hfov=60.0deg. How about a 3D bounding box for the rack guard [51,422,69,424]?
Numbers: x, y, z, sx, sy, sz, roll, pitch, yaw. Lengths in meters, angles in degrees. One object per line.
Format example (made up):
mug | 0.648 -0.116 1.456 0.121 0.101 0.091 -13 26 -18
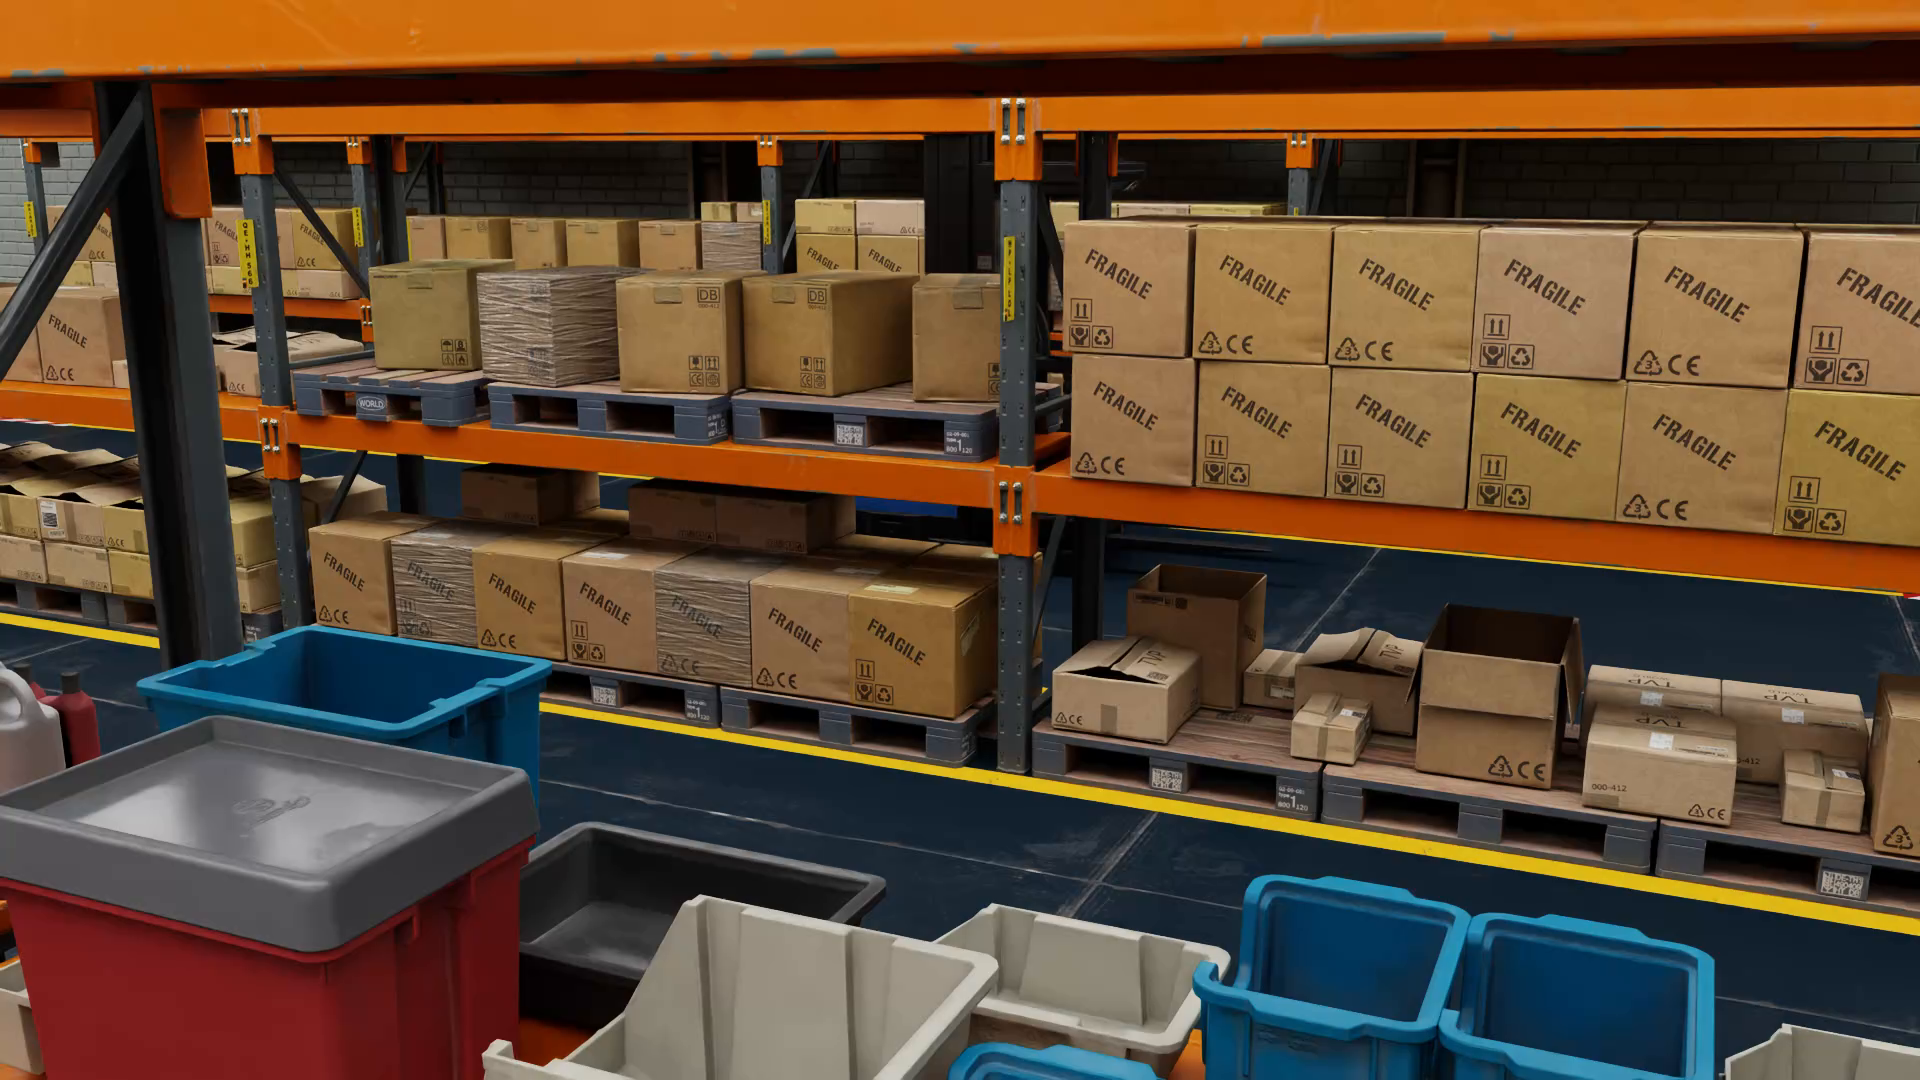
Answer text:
rack guard | -8.485 -1.496 16.536 0.348 0.500 1.175 6 14 23

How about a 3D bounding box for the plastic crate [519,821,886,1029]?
plastic crate | -0.463 0.612 2.552 0.590 0.125 0.437 6 14 23

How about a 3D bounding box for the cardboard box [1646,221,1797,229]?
cardboard box | 2.836 -0.930 6.245 0.500 0.500 0.500 6 14 24

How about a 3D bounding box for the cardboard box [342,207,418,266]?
cardboard box | -5.242 -2.739 15.004 0.500 0.500 0.500 5 14 22

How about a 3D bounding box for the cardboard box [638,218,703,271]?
cardboard box | -2.195 -2.330 13.437 0.500 0.500 0.700 4 14 18

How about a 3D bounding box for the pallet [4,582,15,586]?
pallet | -6.210 0.103 10.355 1.213 0.211 1.003 6 14 23

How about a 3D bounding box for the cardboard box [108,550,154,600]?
cardboard box | -4.295 0.145 9.172 0.500 0.250 0.500 6 14 23

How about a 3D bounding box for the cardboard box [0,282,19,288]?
cardboard box | -5.723 -1.240 9.756 0.500 0.500 0.500 7 15 27

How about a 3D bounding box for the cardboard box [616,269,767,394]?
cardboard box | -1.226 -0.978 7.720 0.500 0.500 0.700 2 13 9

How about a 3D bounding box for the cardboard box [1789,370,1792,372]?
cardboard box | 3.299 -0.396 6.157 0.500 0.500 0.500 6 14 23

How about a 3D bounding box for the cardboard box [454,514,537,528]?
cardboard box | -2.293 0.096 8.790 0.500 0.500 0.500 6 15 25

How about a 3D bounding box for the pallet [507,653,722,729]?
pallet | -1.464 0.603 8.223 1.213 0.211 1.003 6 14 23

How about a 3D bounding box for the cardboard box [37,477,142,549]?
cardboard box | -4.760 -0.175 9.305 0.500 0.311 0.500 6 14 23

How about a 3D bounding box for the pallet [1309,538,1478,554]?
pallet | 3.081 -0.165 11.498 1.213 0.211 1.003 6 14 23

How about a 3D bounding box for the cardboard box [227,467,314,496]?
cardboard box | -4.086 -0.240 9.585 0.500 0.311 0.500 5 14 22

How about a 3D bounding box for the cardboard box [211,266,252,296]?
cardboard box | -6.371 -2.358 15.023 0.500 0.250 0.500 6 14 23

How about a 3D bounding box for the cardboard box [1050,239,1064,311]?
cardboard box | 0.967 -1.896 11.857 0.500 0.500 0.500 6 14 23

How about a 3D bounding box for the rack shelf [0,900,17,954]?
rack shelf | -3.424 0.625 3.601 4.000 0.370 1.077 6 14 23

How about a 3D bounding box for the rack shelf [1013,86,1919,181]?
rack shelf | 2.243 -1.500 6.089 4.000 0.370 1.077 6 14 23

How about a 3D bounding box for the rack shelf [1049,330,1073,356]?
rack shelf | 0.589 -1.444 12.419 4.000 0.370 1.077 6 14 23

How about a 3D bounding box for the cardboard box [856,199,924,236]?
cardboard box | -0.437 -2.403 12.373 0.500 0.250 0.500 6 14 22

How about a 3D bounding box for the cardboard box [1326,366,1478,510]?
cardboard box | 1.696 -0.426 6.284 0.500 0.500 0.500 6 14 23

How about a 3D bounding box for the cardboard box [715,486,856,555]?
cardboard box | -0.843 -0.125 8.089 0.500 0.250 0.500 6 14 23

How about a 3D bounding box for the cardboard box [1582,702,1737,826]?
cardboard box | 2.618 0.827 6.221 0.500 0.250 0.500 6 14 23

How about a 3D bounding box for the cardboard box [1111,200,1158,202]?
cardboard box | 1.161 -2.367 12.222 0.500 0.250 0.500 5 14 21

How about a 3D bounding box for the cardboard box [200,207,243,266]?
cardboard box | -6.845 -2.773 15.148 0.500 0.500 0.500 6 15 25

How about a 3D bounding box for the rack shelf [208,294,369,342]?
rack shelf | -6.725 -2.185 15.574 4.000 0.370 1.077 6 14 23

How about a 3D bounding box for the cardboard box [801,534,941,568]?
cardboard box | -0.421 0.285 7.981 0.500 0.500 0.500 6 14 24

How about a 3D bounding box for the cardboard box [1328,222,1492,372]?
cardboard box | 1.673 -0.912 6.170 0.500 0.500 0.500 5 14 22

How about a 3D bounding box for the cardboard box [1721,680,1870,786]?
cardboard box | 3.232 0.764 6.488 0.500 0.250 0.500 6 14 23

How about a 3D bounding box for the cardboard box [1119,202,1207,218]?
cardboard box | 1.423 -2.217 11.582 0.500 0.250 0.500 6 15 24

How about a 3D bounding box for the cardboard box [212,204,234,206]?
cardboard box | -7.106 -2.927 15.806 0.500 0.500 0.500 5 14 22

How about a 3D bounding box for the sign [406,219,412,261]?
sign | -3.032 -1.584 9.079 0.005 0.325 0.100 6 14 23

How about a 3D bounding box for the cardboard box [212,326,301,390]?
cardboard box | -3.982 -1.025 9.250 0.500 0.311 0.500 6 14 23

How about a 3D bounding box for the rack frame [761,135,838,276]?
rack frame | -1.240 -1.980 13.126 0.127 3.000 1.000 6 14 23

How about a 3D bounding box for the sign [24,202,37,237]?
sign | -8.774 -3.028 15.699 0.005 0.325 0.100 6 14 23

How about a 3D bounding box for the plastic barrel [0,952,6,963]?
plastic barrel | -2.086 1.223 3.151 0.708 0.901 0.600 6 14 23

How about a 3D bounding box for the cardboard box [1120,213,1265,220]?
cardboard box | 0.982 -1.117 7.043 0.500 0.500 0.500 6 14 24

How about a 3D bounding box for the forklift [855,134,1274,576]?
forklift | 0.583 -1.338 10.543 3.031 2.935 1.130 5 14 20

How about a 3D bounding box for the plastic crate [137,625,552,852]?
plastic crate | -1.030 0.410 2.845 0.575 0.384 0.392 6 14 23

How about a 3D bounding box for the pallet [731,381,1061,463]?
pallet | -0.272 -0.578 7.572 1.213 0.211 1.003 6 14 23

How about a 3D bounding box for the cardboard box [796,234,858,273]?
cardboard box | -0.899 -2.085 12.659 0.500 0.500 0.500 6 15 25

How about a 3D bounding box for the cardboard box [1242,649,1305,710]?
cardboard box | 1.417 0.615 7.346 0.250 0.149 0.380 6 14 23

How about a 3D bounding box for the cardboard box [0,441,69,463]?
cardboard box | -5.935 -0.429 10.390 0.500 0.311 0.500 6 15 25

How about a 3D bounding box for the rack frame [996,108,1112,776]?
rack frame | 0.414 -0.575 7.138 0.127 3.000 1.000 6 14 23

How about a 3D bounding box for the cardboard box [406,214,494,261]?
cardboard box | -4.445 -2.559 14.410 0.500 0.500 0.700 6 14 23

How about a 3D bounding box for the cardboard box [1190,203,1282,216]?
cardboard box | 1.887 -2.168 11.372 0.500 0.250 0.500 6 15 25

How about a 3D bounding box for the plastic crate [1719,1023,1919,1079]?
plastic crate | 1.090 0.728 2.034 0.298 0.136 0.250 6 14 23

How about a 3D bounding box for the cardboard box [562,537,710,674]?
cardboard box | -1.526 0.302 7.912 0.500 0.500 0.500 5 14 21
